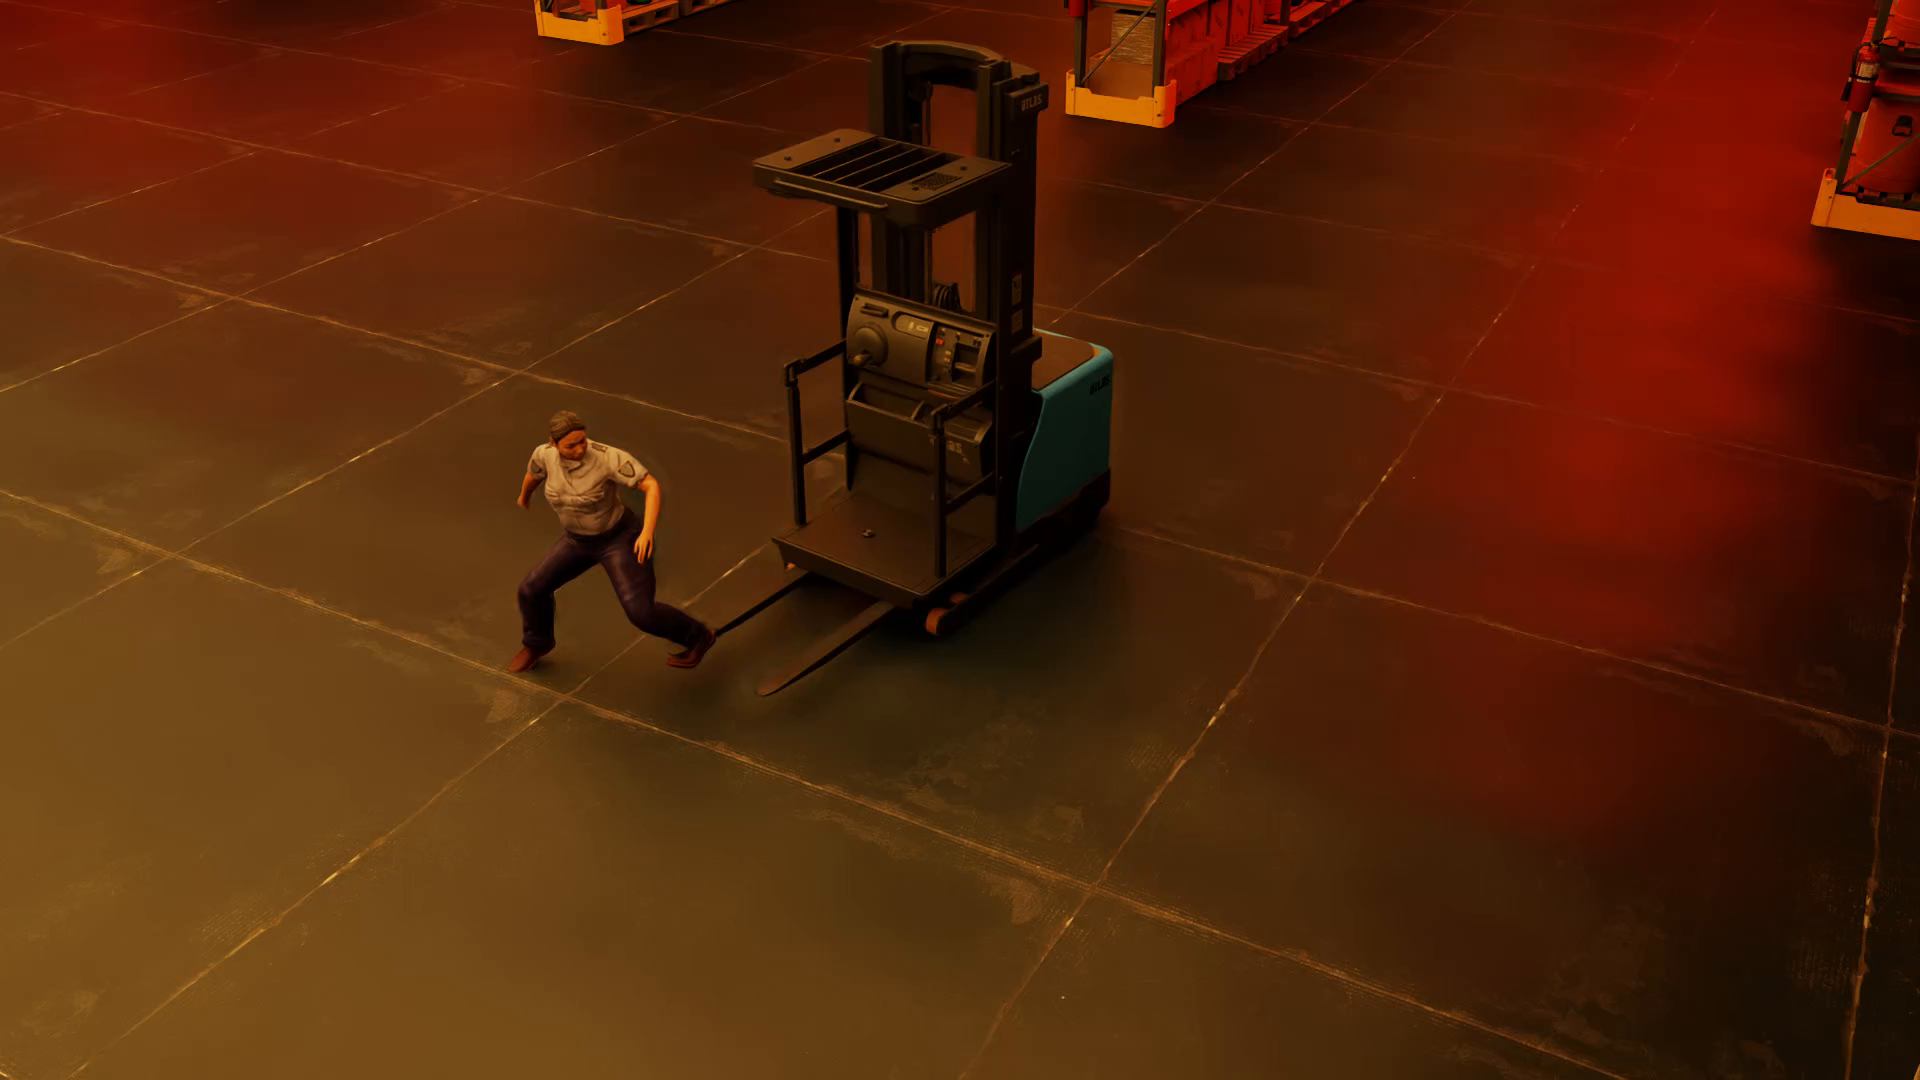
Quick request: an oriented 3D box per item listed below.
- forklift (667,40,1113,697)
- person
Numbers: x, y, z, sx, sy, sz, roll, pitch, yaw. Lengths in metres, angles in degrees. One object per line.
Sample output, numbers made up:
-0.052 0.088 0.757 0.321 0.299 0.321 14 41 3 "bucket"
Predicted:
-0.351 -1.014 8.828 1.130 2.935 3.031 20 35 31 "forklift"
-1.883 0.024 8.449 1.125 1.573 0.530 14 33 23 "person"
